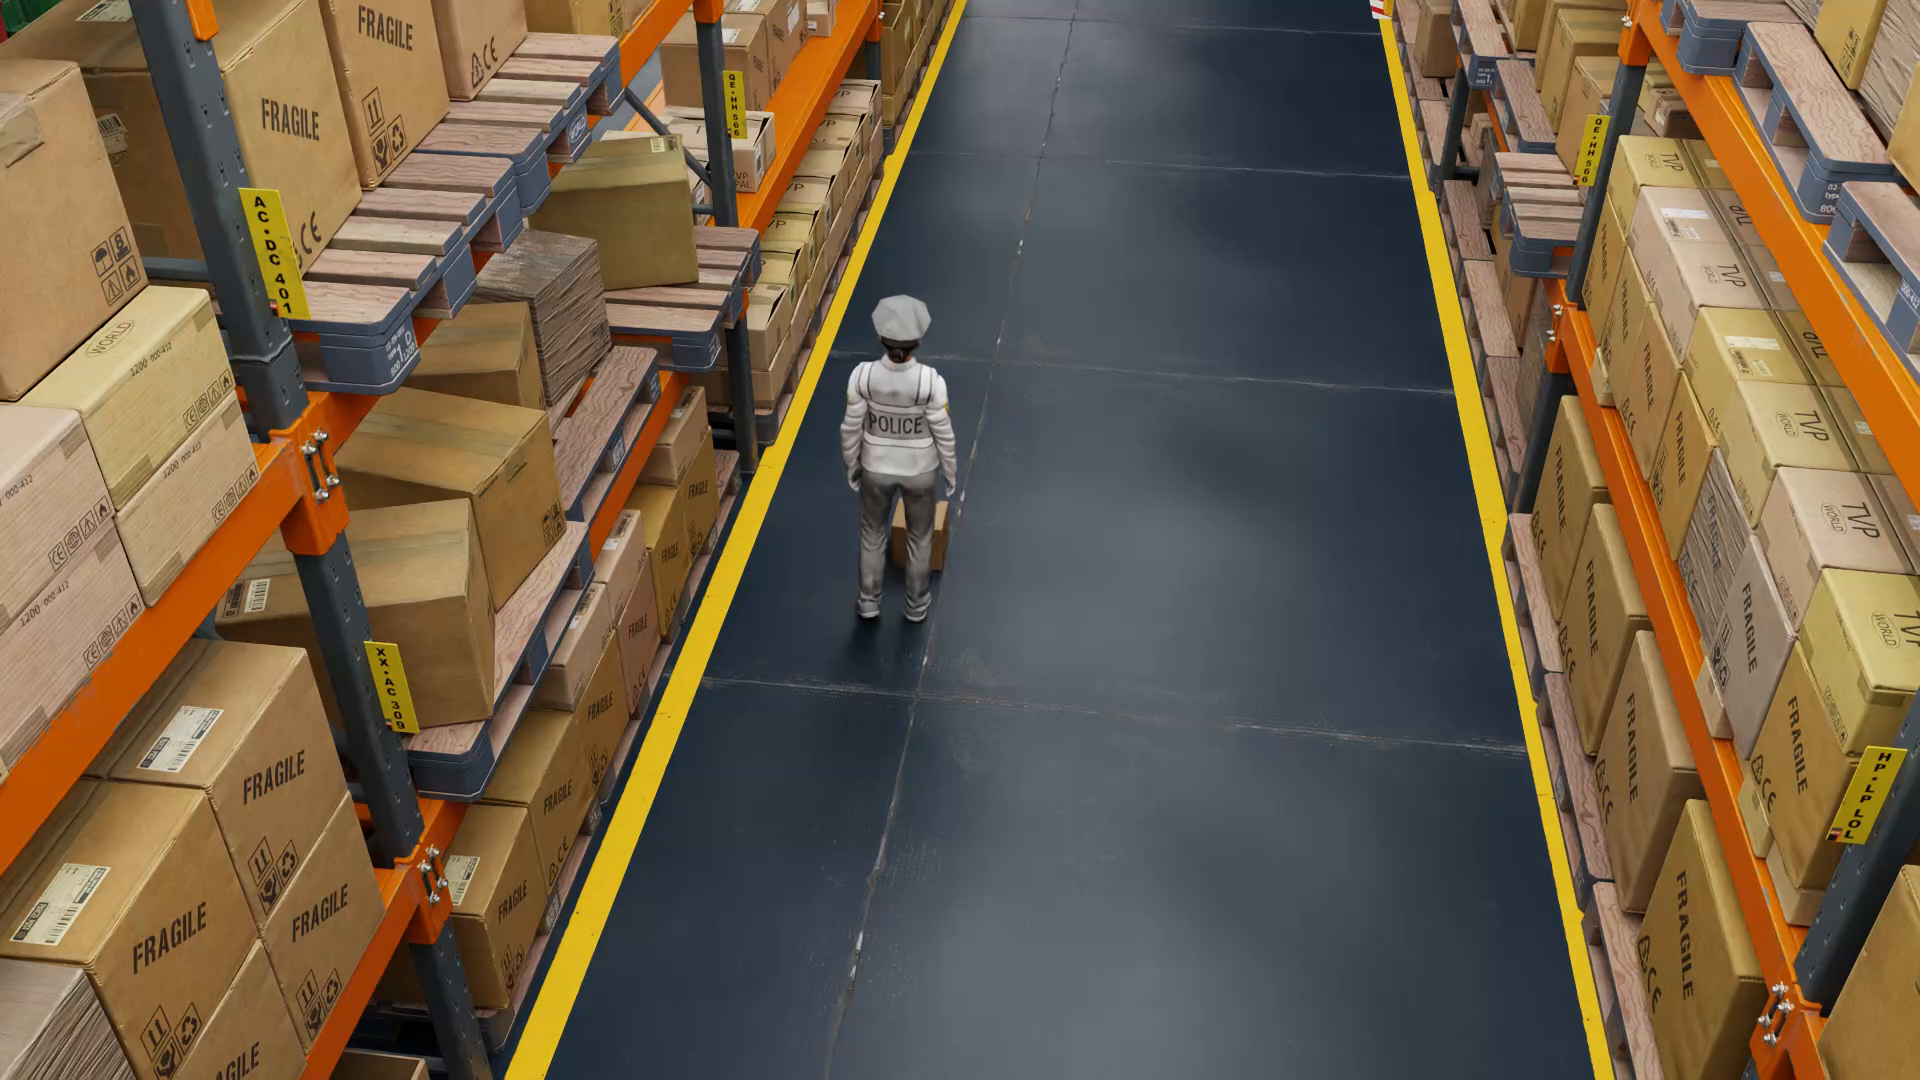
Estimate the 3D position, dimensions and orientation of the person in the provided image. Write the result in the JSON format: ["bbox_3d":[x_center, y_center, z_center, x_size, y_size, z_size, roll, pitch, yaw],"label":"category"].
[{"bbox_3d":[-0.266,-0.315,7.490,0.517,1.737,0.389,5,37,6],"label":"person"}]
